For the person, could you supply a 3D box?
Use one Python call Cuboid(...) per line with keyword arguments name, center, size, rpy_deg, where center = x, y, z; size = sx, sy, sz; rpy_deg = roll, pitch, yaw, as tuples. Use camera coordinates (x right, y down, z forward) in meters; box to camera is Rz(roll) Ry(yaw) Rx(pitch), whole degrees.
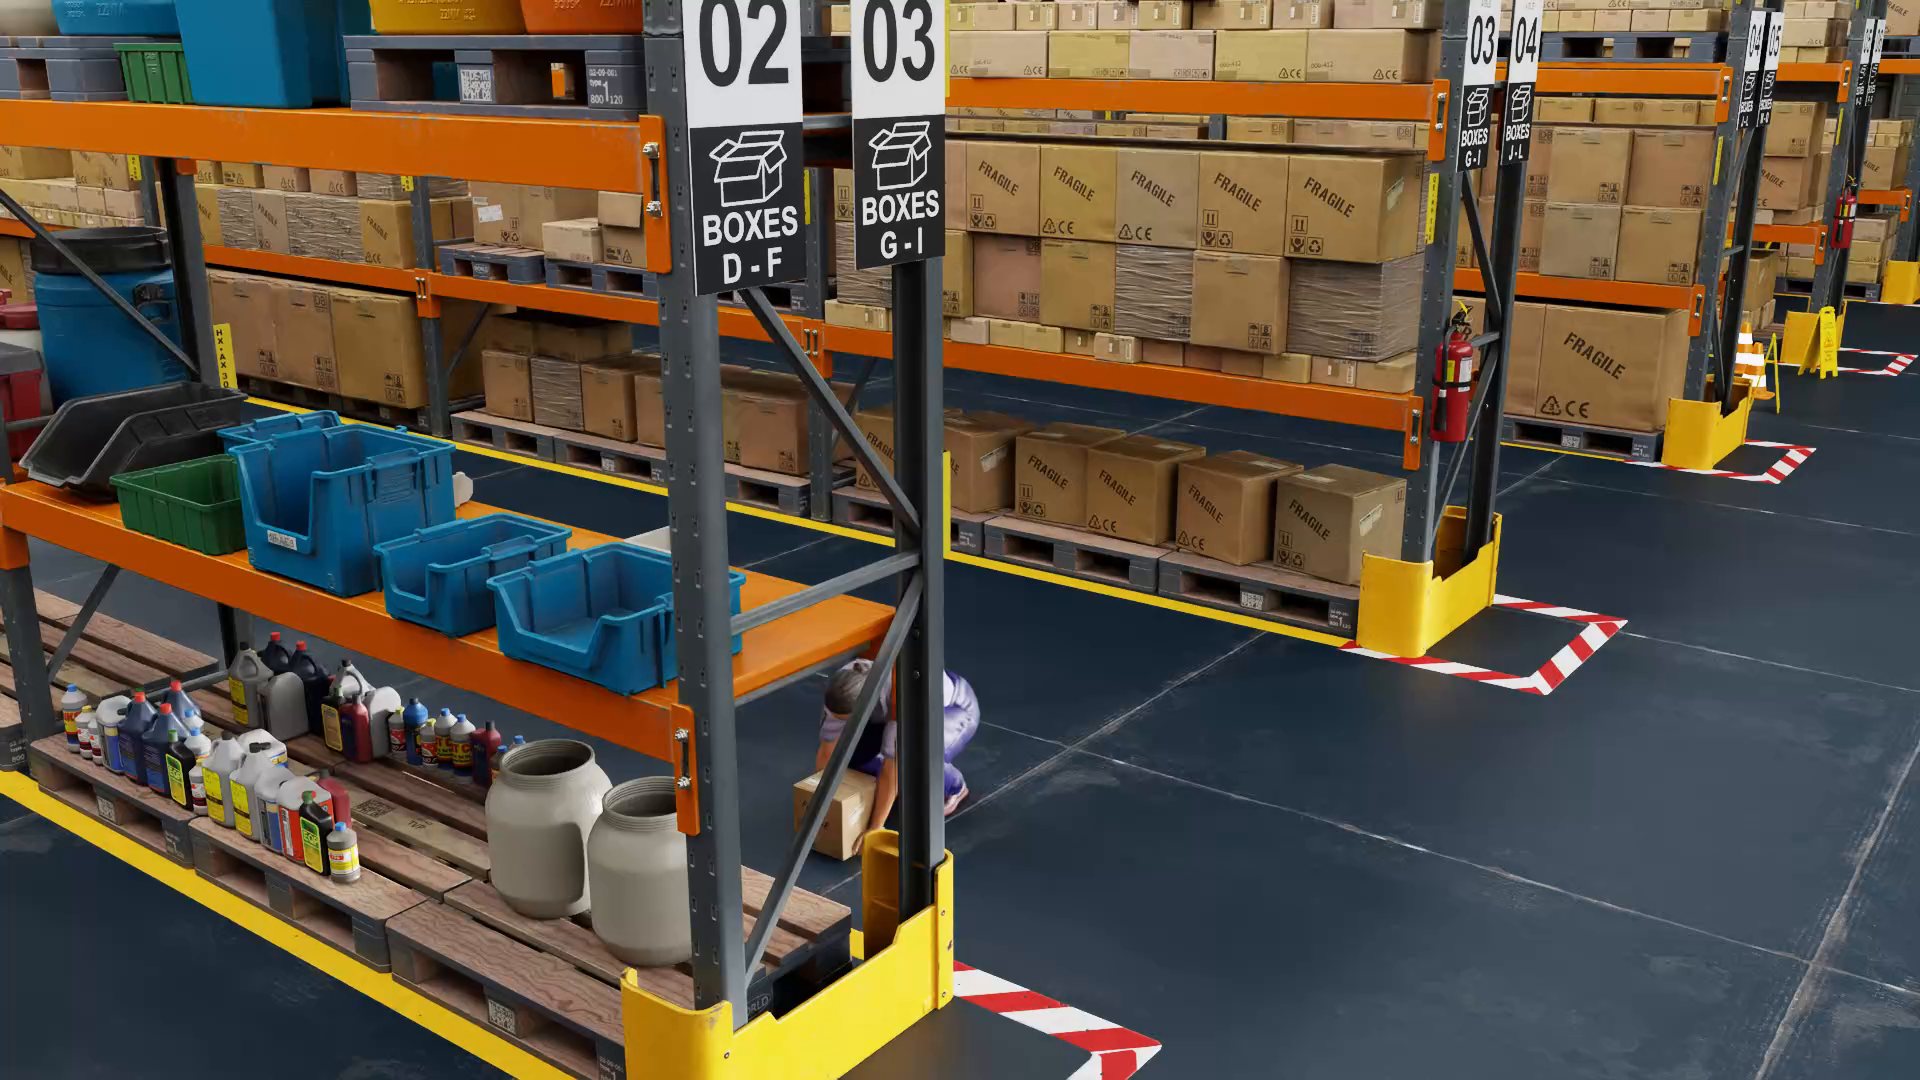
Cuboid(name="person", center=(-0.268, 0.782, 6.649), size=(0.527, 0.804, 0.847), rpy_deg=(12, 20, 35))
